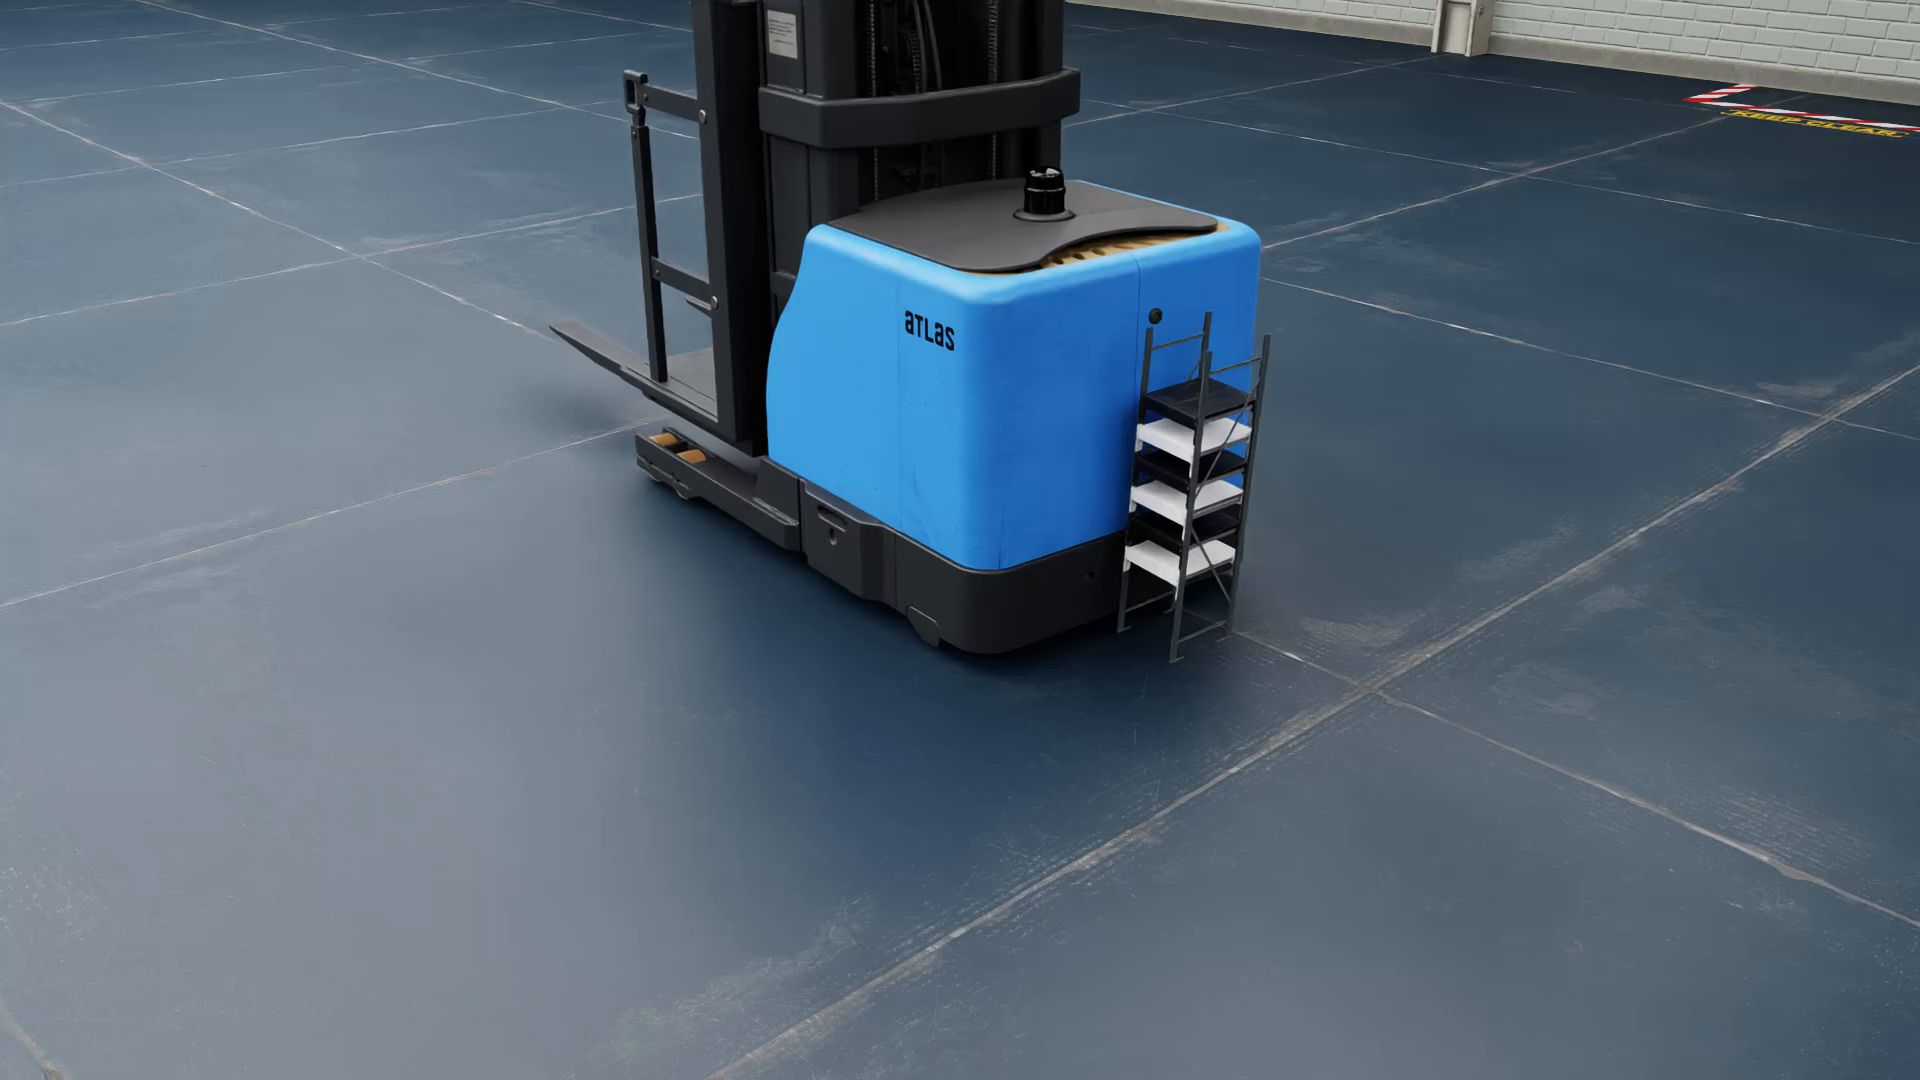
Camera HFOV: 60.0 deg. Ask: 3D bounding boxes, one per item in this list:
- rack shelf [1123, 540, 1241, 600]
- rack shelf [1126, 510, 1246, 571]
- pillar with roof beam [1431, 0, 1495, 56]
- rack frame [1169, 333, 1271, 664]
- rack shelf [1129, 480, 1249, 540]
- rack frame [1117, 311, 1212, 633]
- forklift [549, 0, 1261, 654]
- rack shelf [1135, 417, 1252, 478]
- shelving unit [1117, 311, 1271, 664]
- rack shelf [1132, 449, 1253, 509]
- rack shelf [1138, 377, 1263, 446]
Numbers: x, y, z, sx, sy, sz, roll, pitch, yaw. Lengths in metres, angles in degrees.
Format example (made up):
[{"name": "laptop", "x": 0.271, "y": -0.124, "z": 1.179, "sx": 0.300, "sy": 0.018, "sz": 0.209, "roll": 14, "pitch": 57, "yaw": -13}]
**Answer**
[{"name": "rack shelf", "x": 0.607, "y": 0.056, "z": 4.541, "sx": 0.258, "sy": 0.077, "sz": 0.200, "roll": -19, "pitch": 34, "yaw": -35}, {"name": "rack shelf", "x": 0.610, "y": -0.024, "z": 4.499, "sx": 0.258, "sy": 0.077, "sz": 0.200, "roll": -19, "pitch": 34, "yaw": -35}, {"name": "pillar with roof beam", "x": 1.275, "y": -7.186, "z": 10.159, "sx": 9.100, "sy": 9.000, "sz": 0.400, "roll": -21, "pitch": 32, "yaw": -38}, {"name": "rack frame", "x": 0.680, "y": -0.095, "z": 4.374, "sx": 0.240, "sy": 0.900, "sz": 0.006, "roll": -19, "pitch": 34, "yaw": -35}, {"name": "rack shelf", "x": 0.614, "y": -0.104, "z": 4.458, "sx": 0.258, "sy": 0.077, "sz": 0.200, "roll": -19, "pitch": 34, "yaw": -35}, {"name": "rack frame", "x": 0.551, "y": -0.172, "z": 4.511, "sx": 0.240, "sy": 0.900, "sz": 0.006, "roll": -19, "pitch": 34, "yaw": -35}, {"name": "forklift", "x": -0.450, "y": -1.578, "z": 5.177, "sx": 1.130, "sy": 2.935, "sz": 3.031, "roll": -18, "pitch": 30, "yaw": -34}, {"name": "rack shelf", "x": 0.622, "y": -0.263, "z": 4.375, "sx": 0.258, "sy": 0.077, "sz": 0.200, "roll": -19, "pitch": 34, "yaw": -35}, {"name": "shelving unit", "x": 0.615, "y": -0.133, "z": 4.442, "sx": 0.258, "sy": 0.900, "sz": 0.210, "roll": -19, "pitch": 34, "yaw": -35}, {"name": "rack shelf", "x": 0.618, "y": -0.183, "z": 4.416, "sx": 0.258, "sy": 0.077, "sz": 0.200, "roll": -19, "pitch": 34, "yaw": -35}, {"name": "rack shelf", "x": 0.625, "y": -0.343, "z": 4.334, "sx": 0.258, "sy": 0.077, "sz": 0.200, "roll": -19, "pitch": 34, "yaw": -35}]
